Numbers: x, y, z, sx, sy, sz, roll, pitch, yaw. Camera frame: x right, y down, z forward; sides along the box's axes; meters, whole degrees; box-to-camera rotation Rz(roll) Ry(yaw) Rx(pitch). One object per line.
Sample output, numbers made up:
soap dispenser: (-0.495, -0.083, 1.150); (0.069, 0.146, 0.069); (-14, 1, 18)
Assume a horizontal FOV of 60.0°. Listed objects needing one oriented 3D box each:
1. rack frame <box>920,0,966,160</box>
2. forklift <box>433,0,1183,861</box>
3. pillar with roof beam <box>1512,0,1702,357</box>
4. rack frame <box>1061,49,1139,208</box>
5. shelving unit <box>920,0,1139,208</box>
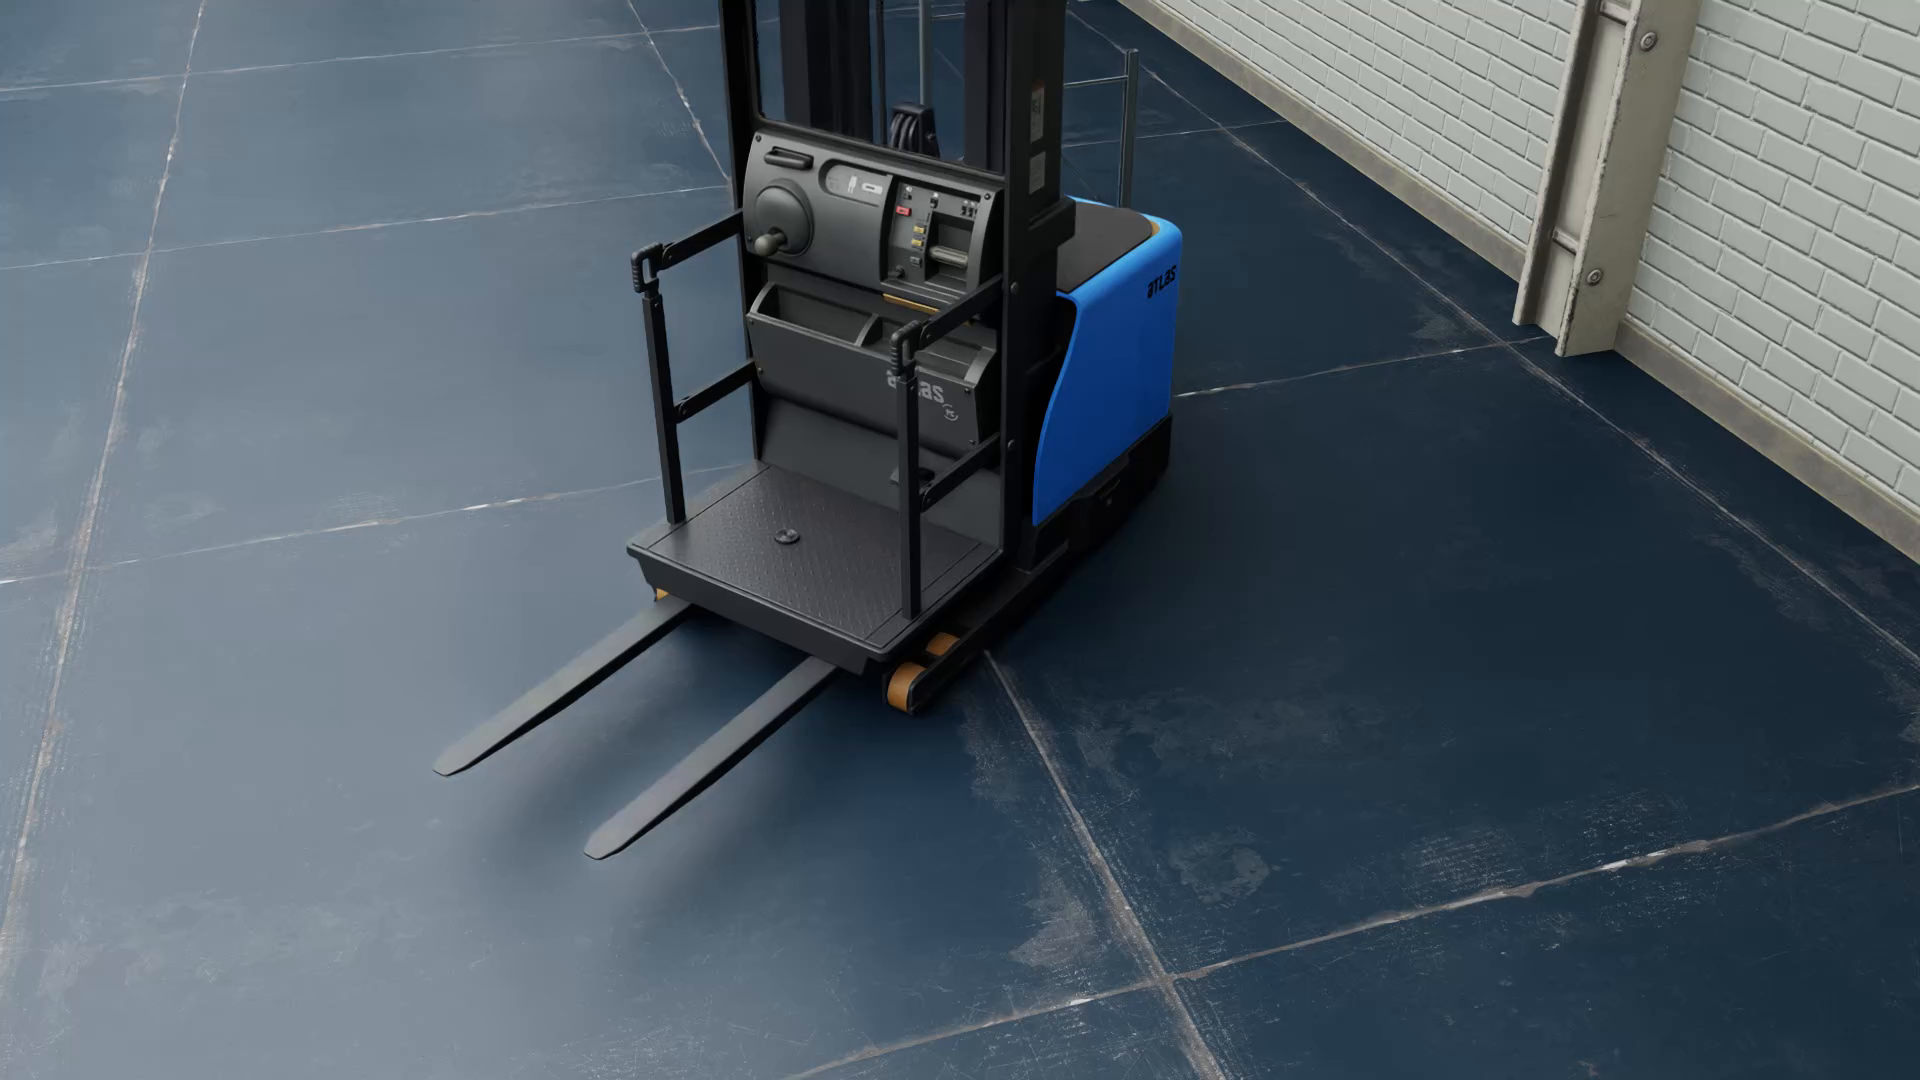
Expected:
rack frame: (0.068, -1.720, 7.493); (0.500, 1.500, 0.032); (-13, 35, -18)
forklift: (-0.414, -0.960, 5.044); (1.130, 2.935, 3.031); (20, 39, 28)
pillar with roof beam: (-1.303, -3.984, 4.116); (9.100, 9.000, 0.400); (-10, 35, -15)
rack frame: (0.449, -1.201, 6.707); (0.500, 1.500, 0.032); (-13, 35, -18)
shelving unit: (0.258, -1.461, 7.100); (0.538, 1.500, 1.048); (-13, 35, -18)
